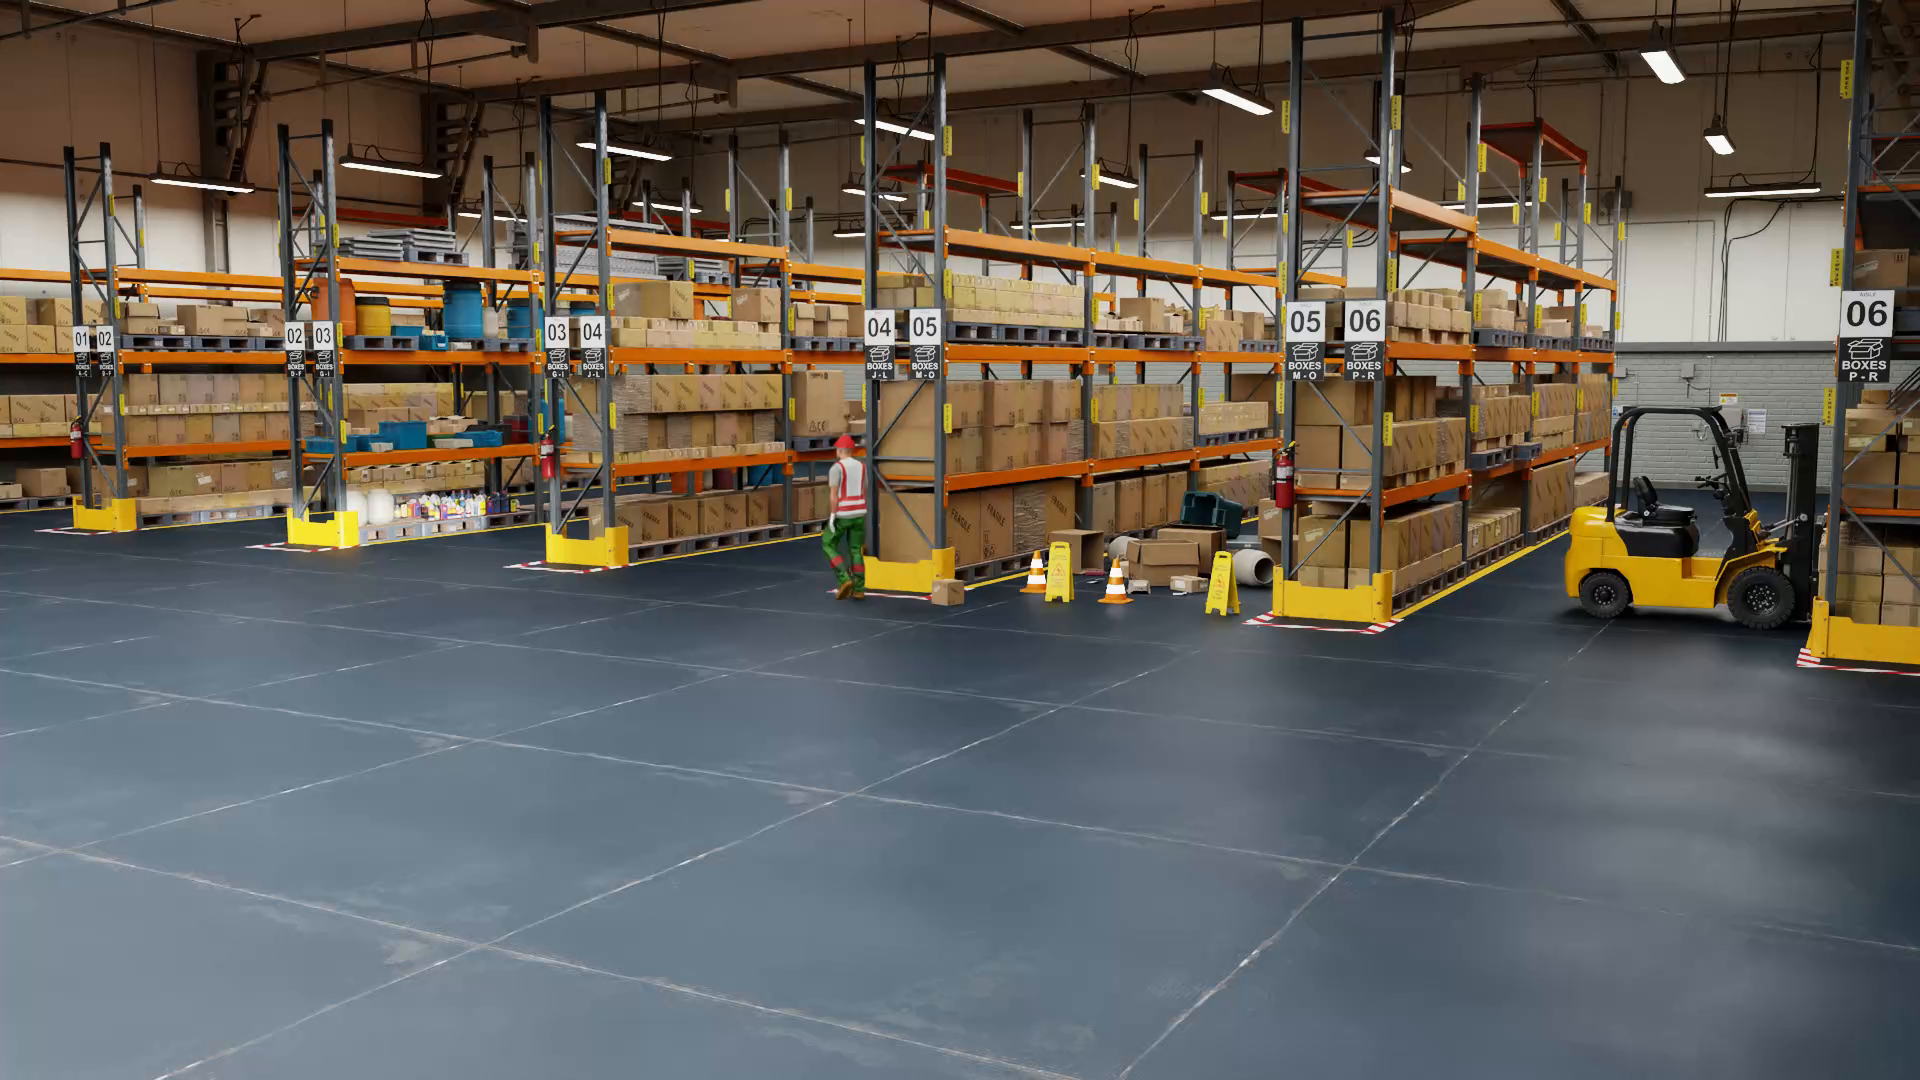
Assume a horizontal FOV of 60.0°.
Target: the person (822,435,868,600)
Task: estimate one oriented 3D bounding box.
[{"bbox_3d":[-1.248,-0.244,18.252,0.547,1.804,0.430,-5,8,-40],"label":"person"}]
